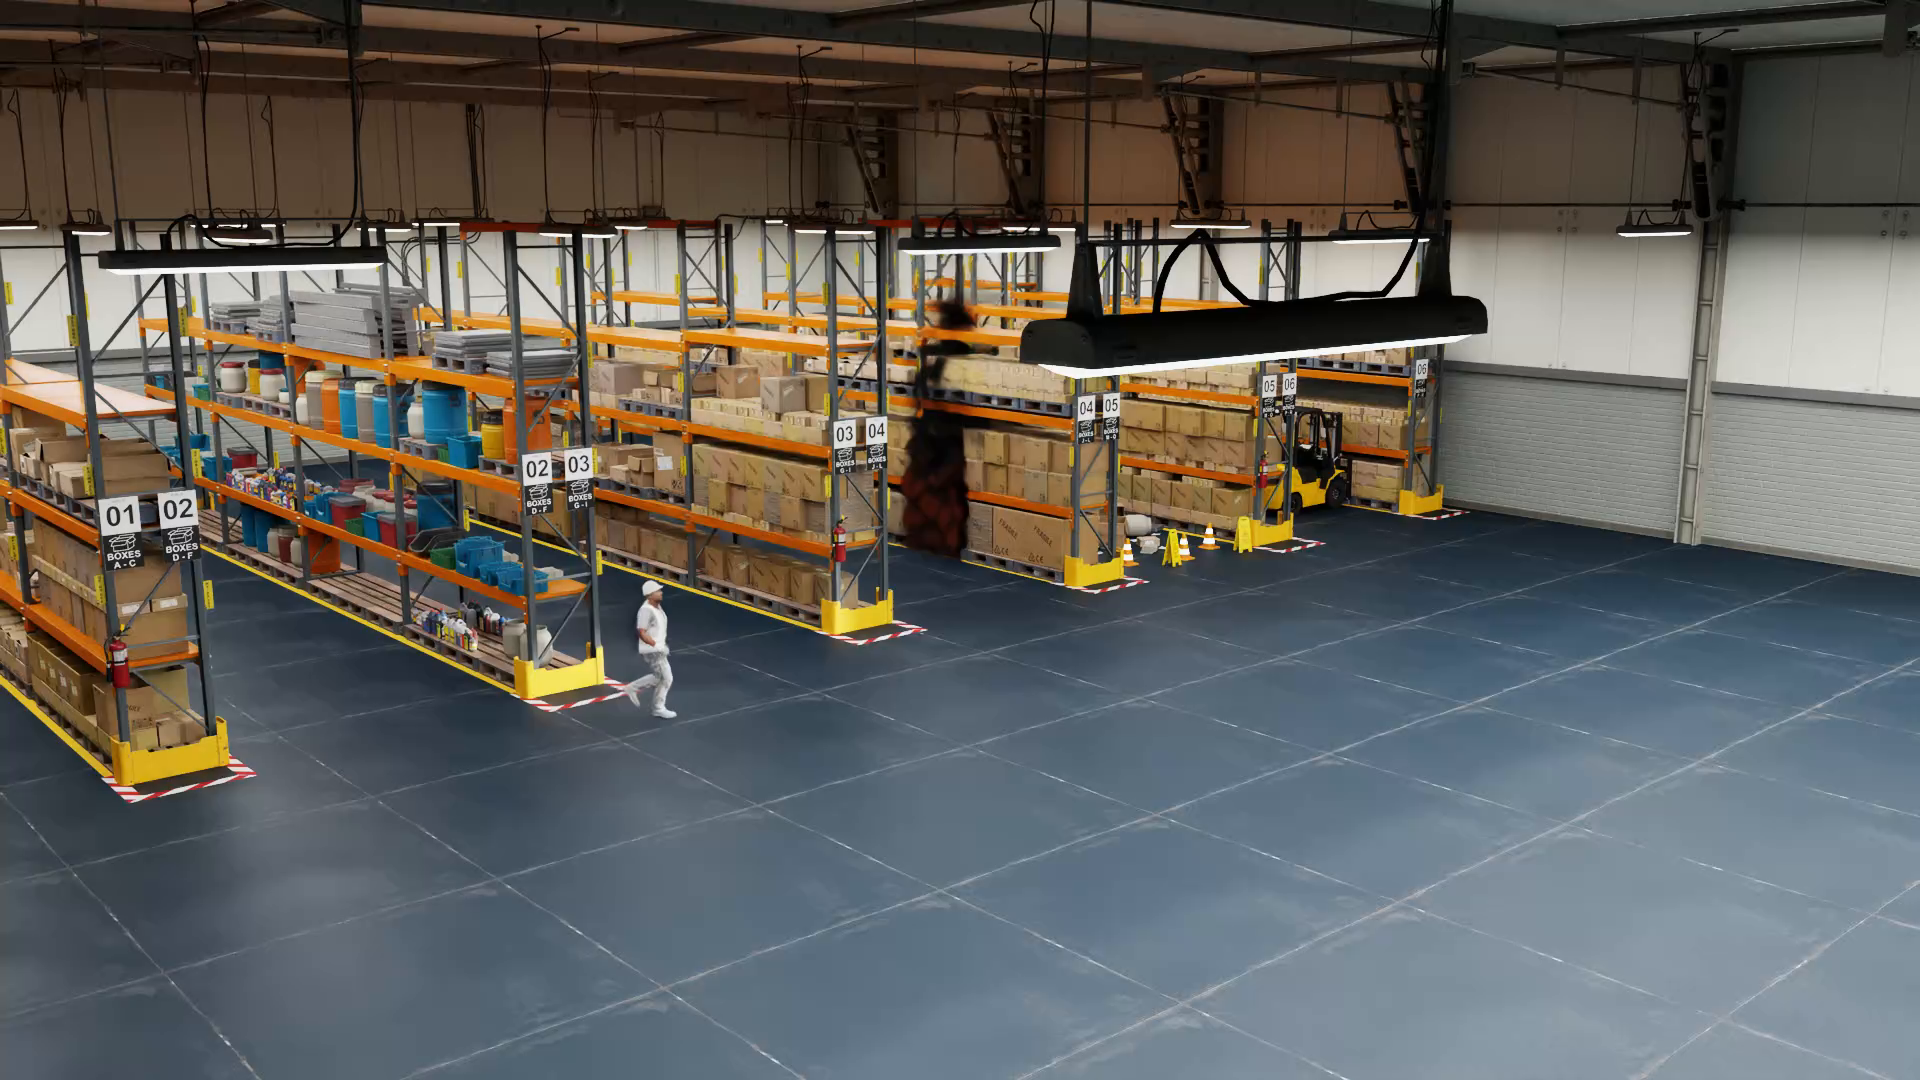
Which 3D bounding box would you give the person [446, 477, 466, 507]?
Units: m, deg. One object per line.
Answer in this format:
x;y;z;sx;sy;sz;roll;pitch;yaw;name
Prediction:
-9.191;-0.462;30.106;0.730;1.578;0.500;8;14;34;person

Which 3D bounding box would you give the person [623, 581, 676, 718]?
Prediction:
-3.903;1.362;20.765;0.659;1.738;0.697;-1;11;-4;person
